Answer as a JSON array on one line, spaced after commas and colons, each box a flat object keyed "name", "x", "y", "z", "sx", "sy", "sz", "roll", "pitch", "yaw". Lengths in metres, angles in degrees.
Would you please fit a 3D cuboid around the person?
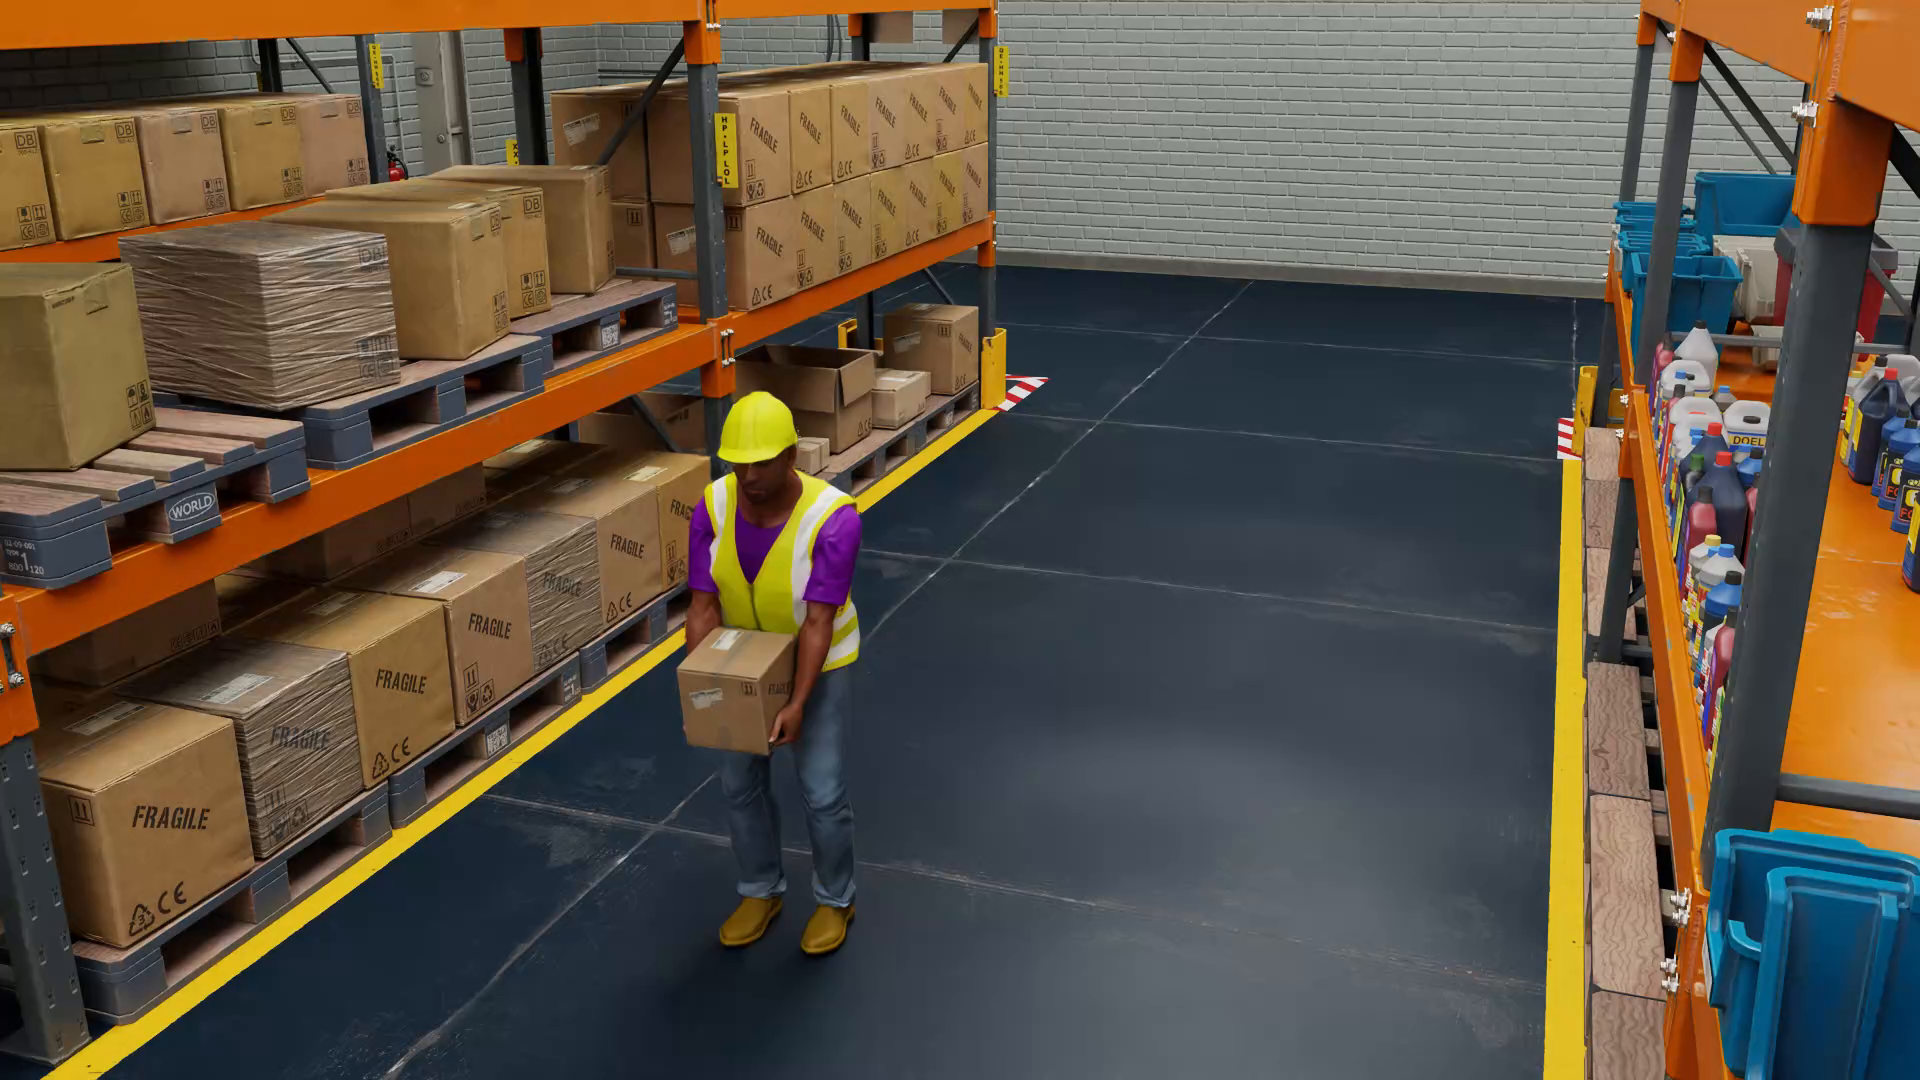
[{"name": "person", "x": -0.537, "y": 0.422, "z": 4.869, "sx": 0.501, "sy": 1.697, "sz": 0.598, "roll": 6, "pitch": 19, "yaw": 17}]
